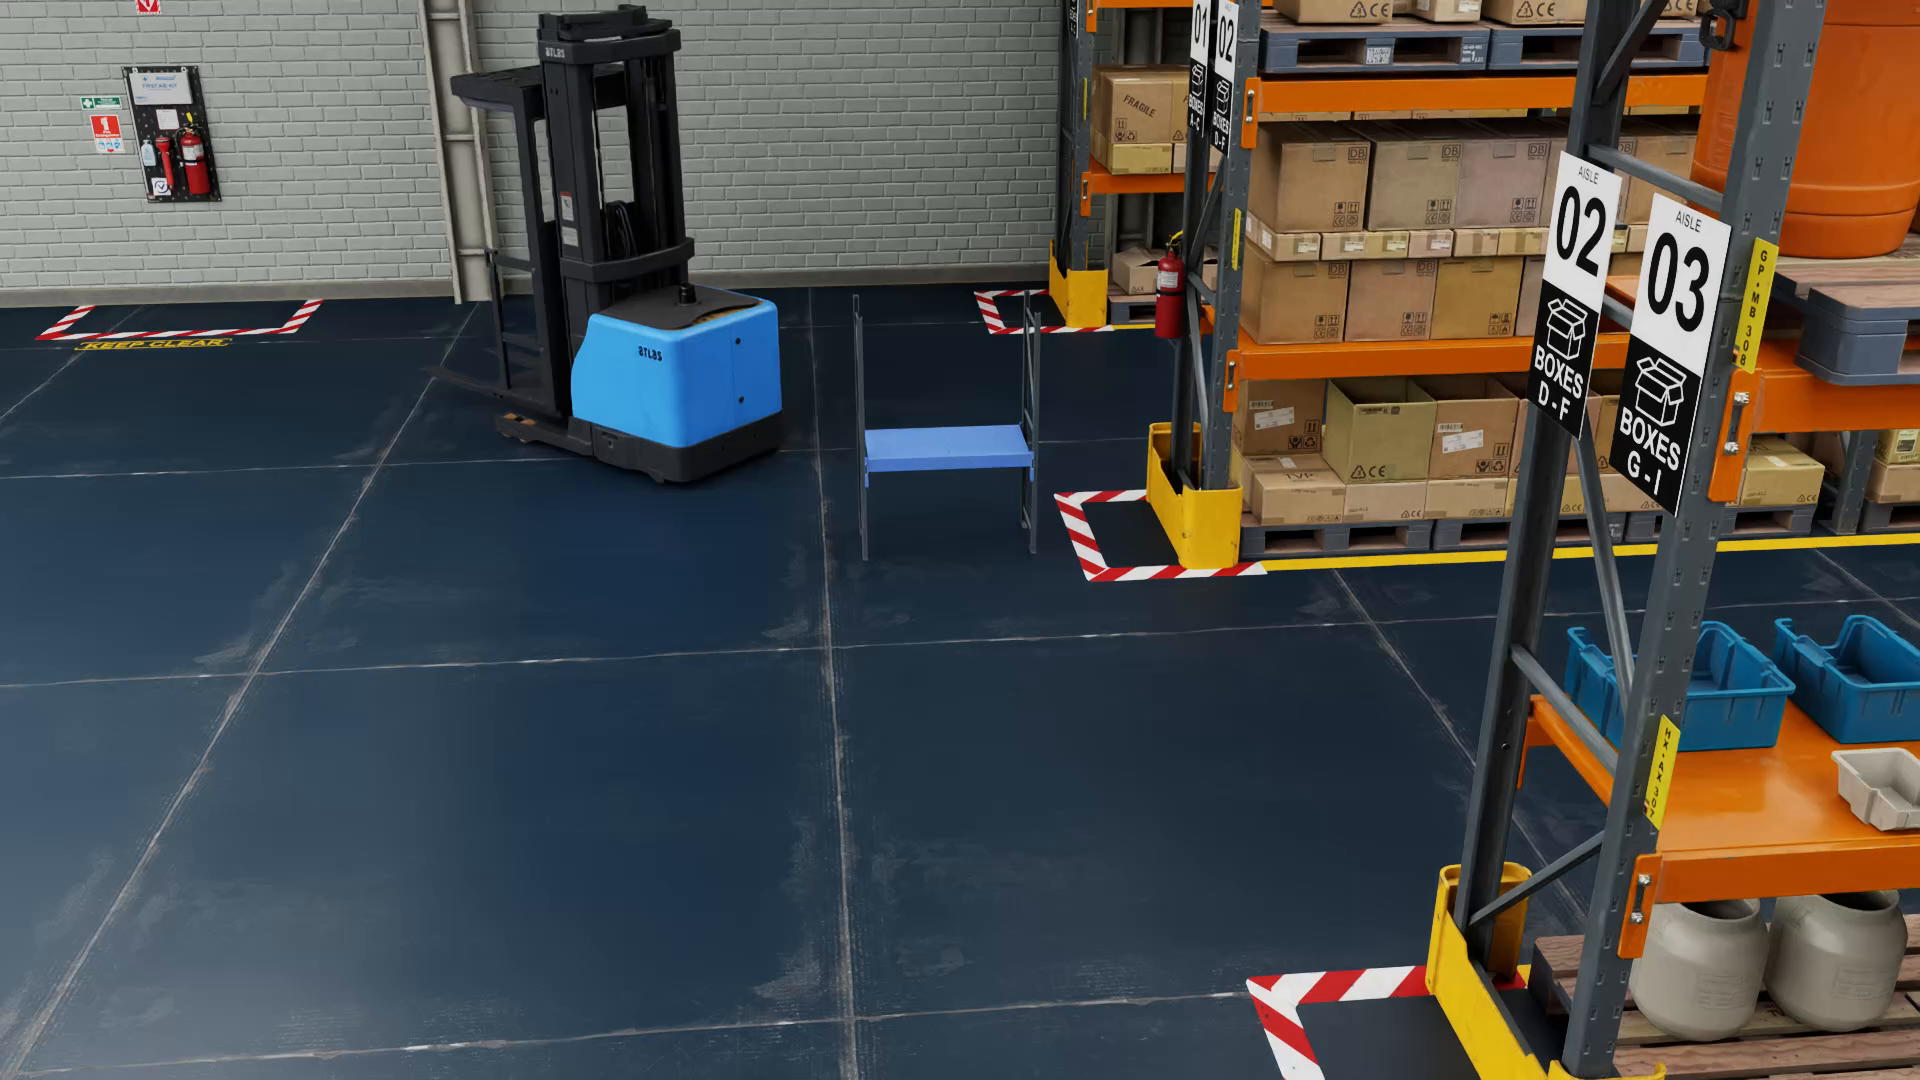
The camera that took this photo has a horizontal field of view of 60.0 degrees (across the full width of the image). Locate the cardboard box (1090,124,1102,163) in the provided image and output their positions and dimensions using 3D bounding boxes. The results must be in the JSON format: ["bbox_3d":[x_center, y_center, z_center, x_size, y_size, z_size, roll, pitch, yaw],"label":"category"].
[{"bbox_3d":[1.417,-3.476,14.538,0.500,0.250,0.500,-2,24,-4],"label":"cardboard box"}]

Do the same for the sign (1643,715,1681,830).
[{"bbox_3d":[1.994,0.662,4.727,0.005,0.325,0.100,-2,24,-5],"label":"sign"}]

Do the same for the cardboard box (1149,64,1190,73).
[{"bbox_3d":[1.920,-3.843,14.439,0.500,0.500,0.500,-2,24,-4],"label":"cardboard box"}]

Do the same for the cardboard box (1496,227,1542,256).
[{"bbox_3d":[3.154,-1.760,9.594,0.250,0.149,0.380,-3,24,-6],"label":"cardboard box"}]

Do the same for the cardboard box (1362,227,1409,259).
[{"bbox_3d":[2.383,-1.728,9.524,0.250,0.149,0.380,-2,24,-5],"label":"cardboard box"}]

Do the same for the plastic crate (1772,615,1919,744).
[{"bbox_3d":[3.060,0.469,5.685,0.408,0.251,0.499,-2,24,-5],"label":"plastic crate"}]

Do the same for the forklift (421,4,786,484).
[{"bbox_3d":[-2.699,-2.178,11.540,3.031,2.935,1.130,17,29,34],"label":"forklift"}]

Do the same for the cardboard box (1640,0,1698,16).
[{"bbox_3d":[3.790,-3.255,9.371,0.637,0.503,0.797,0,24,1],"label":"cardboard box"}]

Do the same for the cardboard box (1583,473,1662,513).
[{"bbox_3d":[4.007,-0.383,10.287,0.500,0.250,0.500,-2,24,-5],"label":"cardboard box"}]

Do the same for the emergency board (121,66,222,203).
[{"bbox_3d":[-6.852,-3.494,14.417,0.643,1.169,0.194,-2,24,-5],"label":"emergency board"}]

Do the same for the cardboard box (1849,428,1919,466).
[{"bbox_3d":[5.877,-0.704,10.318,0.500,0.311,0.500,-2,24,-5],"label":"cardboard box"}]

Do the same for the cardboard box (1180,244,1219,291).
[{"bbox_3d":[2.235,-2.425,14.782,0.500,0.311,0.500,0,24,-1],"label":"cardboard box"}]

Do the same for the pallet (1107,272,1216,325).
[{"bbox_3d":[1.858,-2.186,14.908,1.213,0.211,1.003,-2,24,-5],"label":"pallet"}]

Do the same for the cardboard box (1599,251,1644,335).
[{"bbox_3d":[3.977,-1.580,9.988,0.500,0.500,0.700,-2,24,-4],"label":"cardboard box"}]

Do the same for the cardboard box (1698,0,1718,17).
[{"bbox_3d":[4.268,-2.949,9.119,0.250,0.149,0.380,-2,24,-5],"label":"cardboard box"}]

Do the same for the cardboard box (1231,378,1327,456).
[{"bbox_3d":[1.965,-0.856,10.429,0.500,0.500,0.500,-2,24,-5],"label":"cardboard box"}]

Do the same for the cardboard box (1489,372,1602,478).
[{"bbox_3d":[3.510,-0.705,10.088,0.500,0.500,0.500,-2,24,-5],"label":"cardboard box"}]

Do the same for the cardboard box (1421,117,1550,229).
[{"bbox_3d":[3.004,-2.134,9.639,0.500,0.500,0.700,-2,24,-5],"label":"cardboard box"}]

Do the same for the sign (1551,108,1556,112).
[{"bbox_3d":[5.012,-3.775,13.984,0.005,0.325,0.100,-2,24,-5],"label":"sign"}]

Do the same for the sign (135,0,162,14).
[{"bbox_3d":[-6.870,-4.593,14.036,0.199,0.298,0.001,-2,24,-5],"label":"sign"}]

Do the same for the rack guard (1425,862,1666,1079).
[{"bbox_3d":[2.015,1.686,5.842,0.348,0.500,1.175,-2,24,-5],"label":"rack guard"}]

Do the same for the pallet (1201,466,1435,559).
[{"bbox_3d":[2.218,-0.210,10.462,1.213,0.211,1.003,-2,24,-5],"label":"pallet"}]

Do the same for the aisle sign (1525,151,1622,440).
[{"bbox_3d":[1.843,-0.739,5.020,0.004,0.787,0.394,-2,24,-5],"label":"aisle sign"}]

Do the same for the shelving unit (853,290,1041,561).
[{"bbox_3d":[-0.085,-0.682,9.938,1.048,1.500,0.538,-2,24,-5],"label":"shelving unit"}]

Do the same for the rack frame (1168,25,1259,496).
[{"bbox_3d":[1.461,-1.437,9.789,0.127,3.000,1.000,-2,24,-5],"label":"rack frame"}]

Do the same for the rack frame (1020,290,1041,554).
[{"bbox_3d":[0.421,-0.702,9.983,0.032,1.500,0.500,-2,24,-5],"label":"rack frame"}]

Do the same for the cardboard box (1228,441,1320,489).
[{"bbox_3d":[1.966,-0.513,10.579,0.500,0.250,0.500,-2,24,-5],"label":"cardboard box"}]

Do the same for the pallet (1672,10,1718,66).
[{"bbox_3d":[4.595,-2.882,9.457,1.213,0.211,1.003,-2,24,-5],"label":"pallet"}]

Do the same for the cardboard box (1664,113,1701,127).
[{"bbox_3d":[4.498,-2.194,9.772,0.500,0.500,0.700,-2,24,-5],"label":"cardboard box"}]

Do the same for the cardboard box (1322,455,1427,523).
[{"bbox_3d":[2.514,-0.325,10.156,0.500,0.250,0.500,-2,24,-5],"label":"cardboard box"}]

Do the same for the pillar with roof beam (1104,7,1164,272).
[{"bbox_3d":[2.005,-4.818,10.010,0.400,9.000,9.100,-2,24,-5],"label":"pillar with roof beam"}]

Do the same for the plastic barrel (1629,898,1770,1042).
[{"bbox_3d":[2.592,1.453,5.833,0.421,0.512,0.421,0,24,0],"label":"plastic barrel"}]

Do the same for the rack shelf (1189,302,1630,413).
[{"bbox_3d":[3.451,-1.188,10.115,4.000,0.370,1.077,-2,24,-5],"label":"rack shelf"}]

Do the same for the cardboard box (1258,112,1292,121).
[{"bbox_3d":[2.483,-3.653,14.013,0.500,0.500,0.500,-3,24,-7],"label":"cardboard box"}]

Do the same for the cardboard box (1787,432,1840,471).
[{"bbox_3d":[5.826,-0.665,10.922,0.500,0.250,0.500,-3,24,-6],"label":"cardboard box"}]

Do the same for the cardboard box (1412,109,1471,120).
[{"bbox_3d":[4.015,-3.716,14.153,0.500,0.500,0.500,-2,24,-5],"label":"cardboard box"}]

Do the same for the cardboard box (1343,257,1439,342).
[{"bbox_3d":[2.449,-1.519,9.851,0.500,0.500,0.700,-2,24,-4],"label":"cardboard box"}]

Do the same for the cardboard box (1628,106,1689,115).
[{"bbox_3d":[6.018,-3.871,14.601,0.500,0.500,0.700,0,24,0],"label":"cardboard box"}]

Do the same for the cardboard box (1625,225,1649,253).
[{"bbox_3d":[3.928,-1.791,9.664,0.250,0.149,0.380,-2,24,-4],"label":"cardboard box"}]

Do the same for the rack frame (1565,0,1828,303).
[{"bbox_3d":[1.944,-2.176,4.066,0.127,3.000,1.000,-2,24,-5],"label":"rack frame"}]

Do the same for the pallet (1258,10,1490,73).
[{"bbox_3d":[2.167,-2.785,9.238,1.213,0.211,1.003,-2,24,-5],"label":"pallet"}]

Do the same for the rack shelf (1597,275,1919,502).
[{"bbox_3d":[3.934,-0.556,5.001,4.000,0.370,1.077,-2,24,-5],"label":"rack shelf"}]
